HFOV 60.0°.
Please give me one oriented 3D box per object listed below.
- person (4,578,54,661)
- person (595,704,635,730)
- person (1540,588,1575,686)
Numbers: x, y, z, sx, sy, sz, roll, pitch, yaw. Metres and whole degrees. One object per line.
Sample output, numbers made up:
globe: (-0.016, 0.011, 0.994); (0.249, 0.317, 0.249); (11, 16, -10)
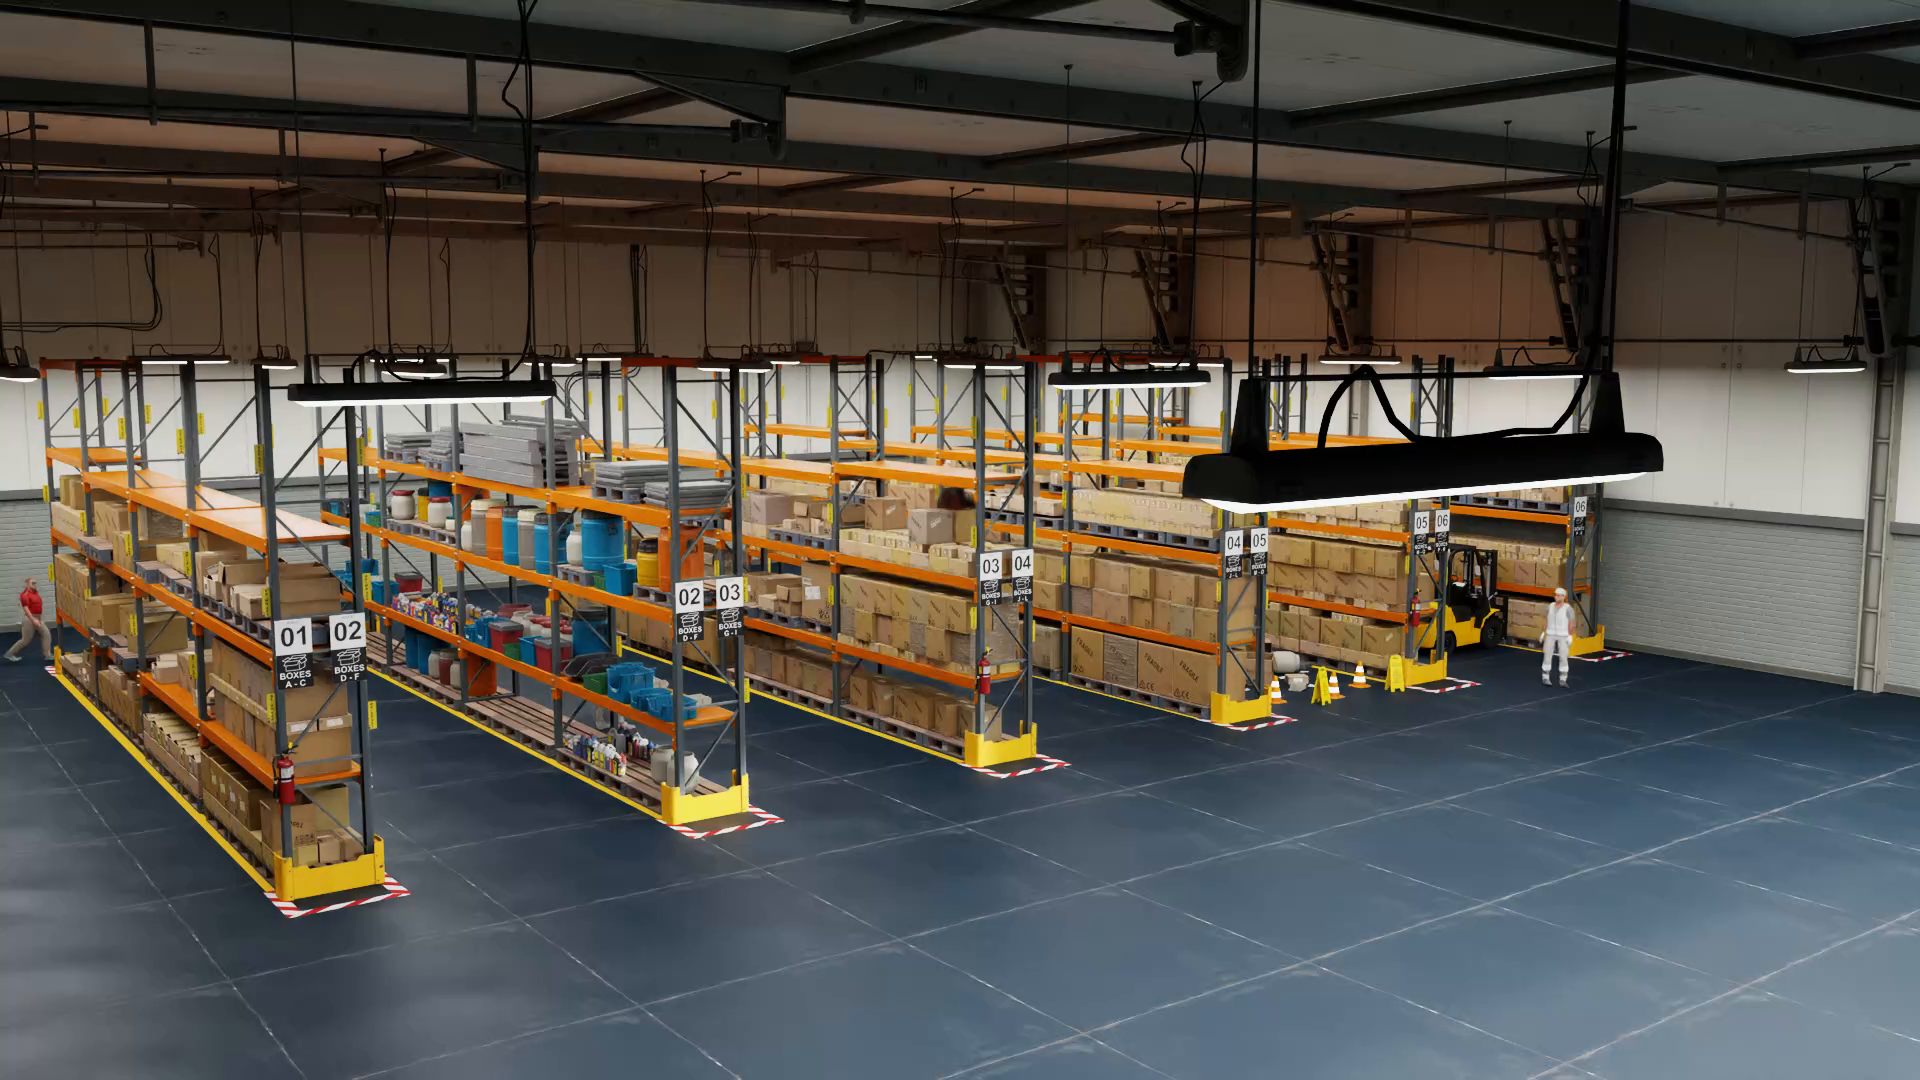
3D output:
person: (-18.284, 1.573, 32.702); (0.975, 1.675, 0.589); (-2, 7, -19)
person: (-5.661, 2.197, 27.110); (0.584, 1.774, 0.592); (-4, 8, -31)
person: (10.966, 1.771, 30.548); (0.597, 1.796, 0.394); (3, 8, 25)
